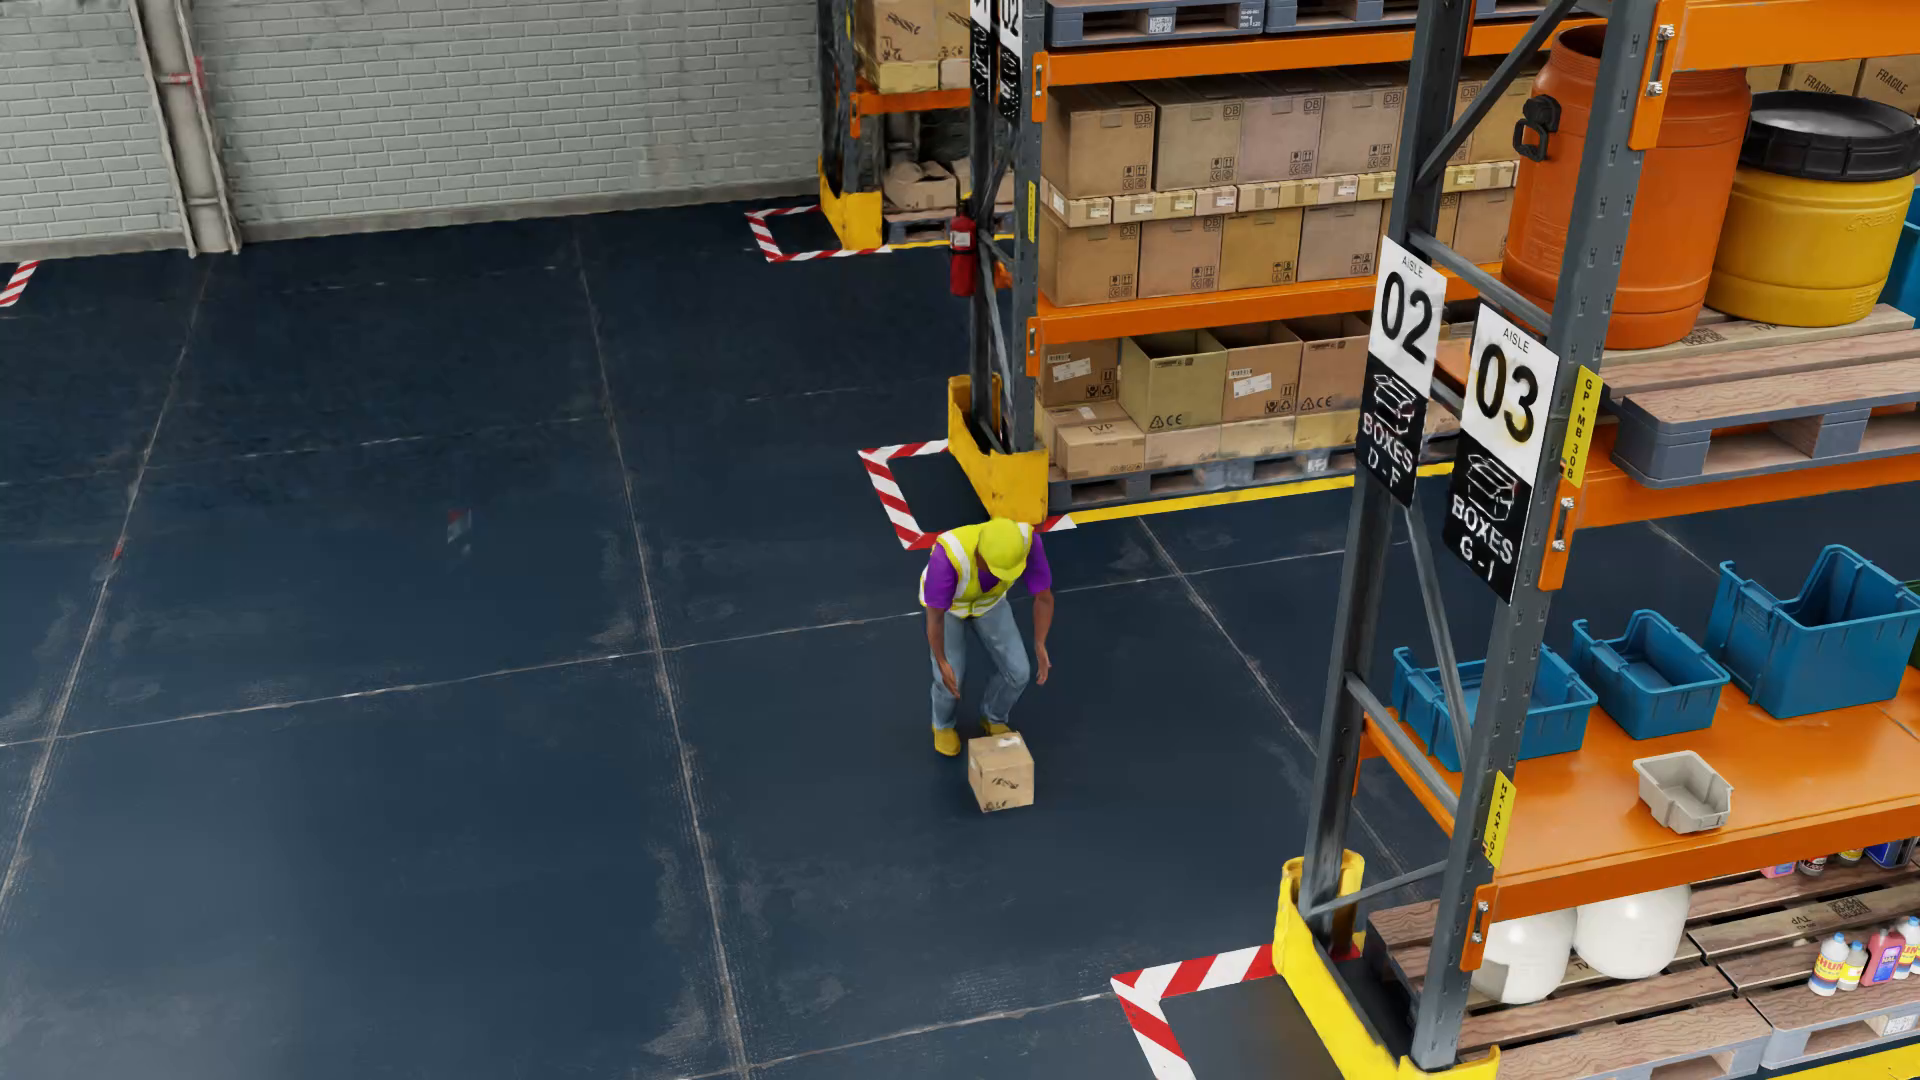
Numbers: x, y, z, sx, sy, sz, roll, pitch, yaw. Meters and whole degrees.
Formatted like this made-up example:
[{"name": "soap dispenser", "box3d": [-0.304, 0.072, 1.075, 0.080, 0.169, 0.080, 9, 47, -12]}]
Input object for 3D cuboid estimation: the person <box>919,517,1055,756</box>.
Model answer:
[{"name": "person", "box3d": [0.114, 0.393, 7.901, 0.631, 1.403, 0.763, -8, 31, -13]}]
